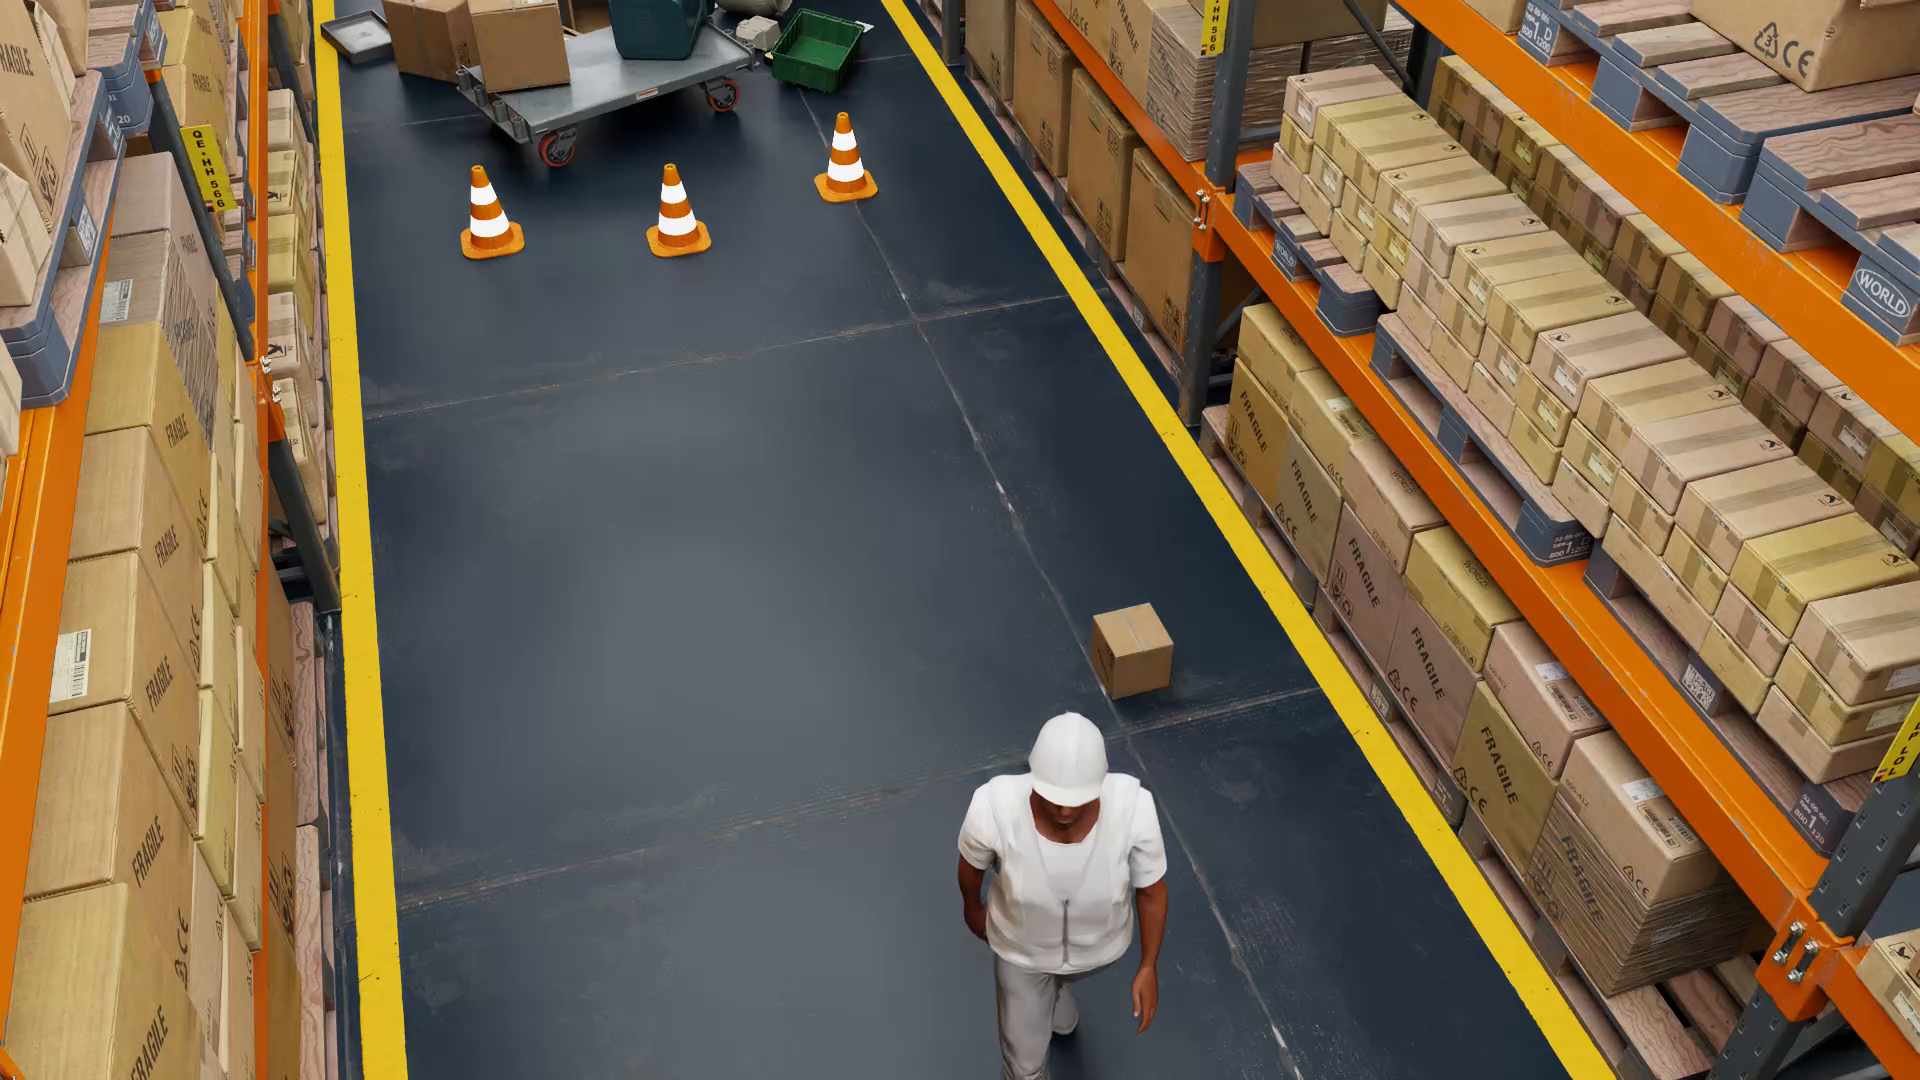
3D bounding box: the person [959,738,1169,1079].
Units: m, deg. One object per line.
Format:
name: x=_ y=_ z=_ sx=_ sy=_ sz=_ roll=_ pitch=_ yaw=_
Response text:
person: x=0.299 y=1.228 z=4.779 sx=0.571 sy=1.720 sz=1.067 roll=-5 pitch=42 yaw=-5
